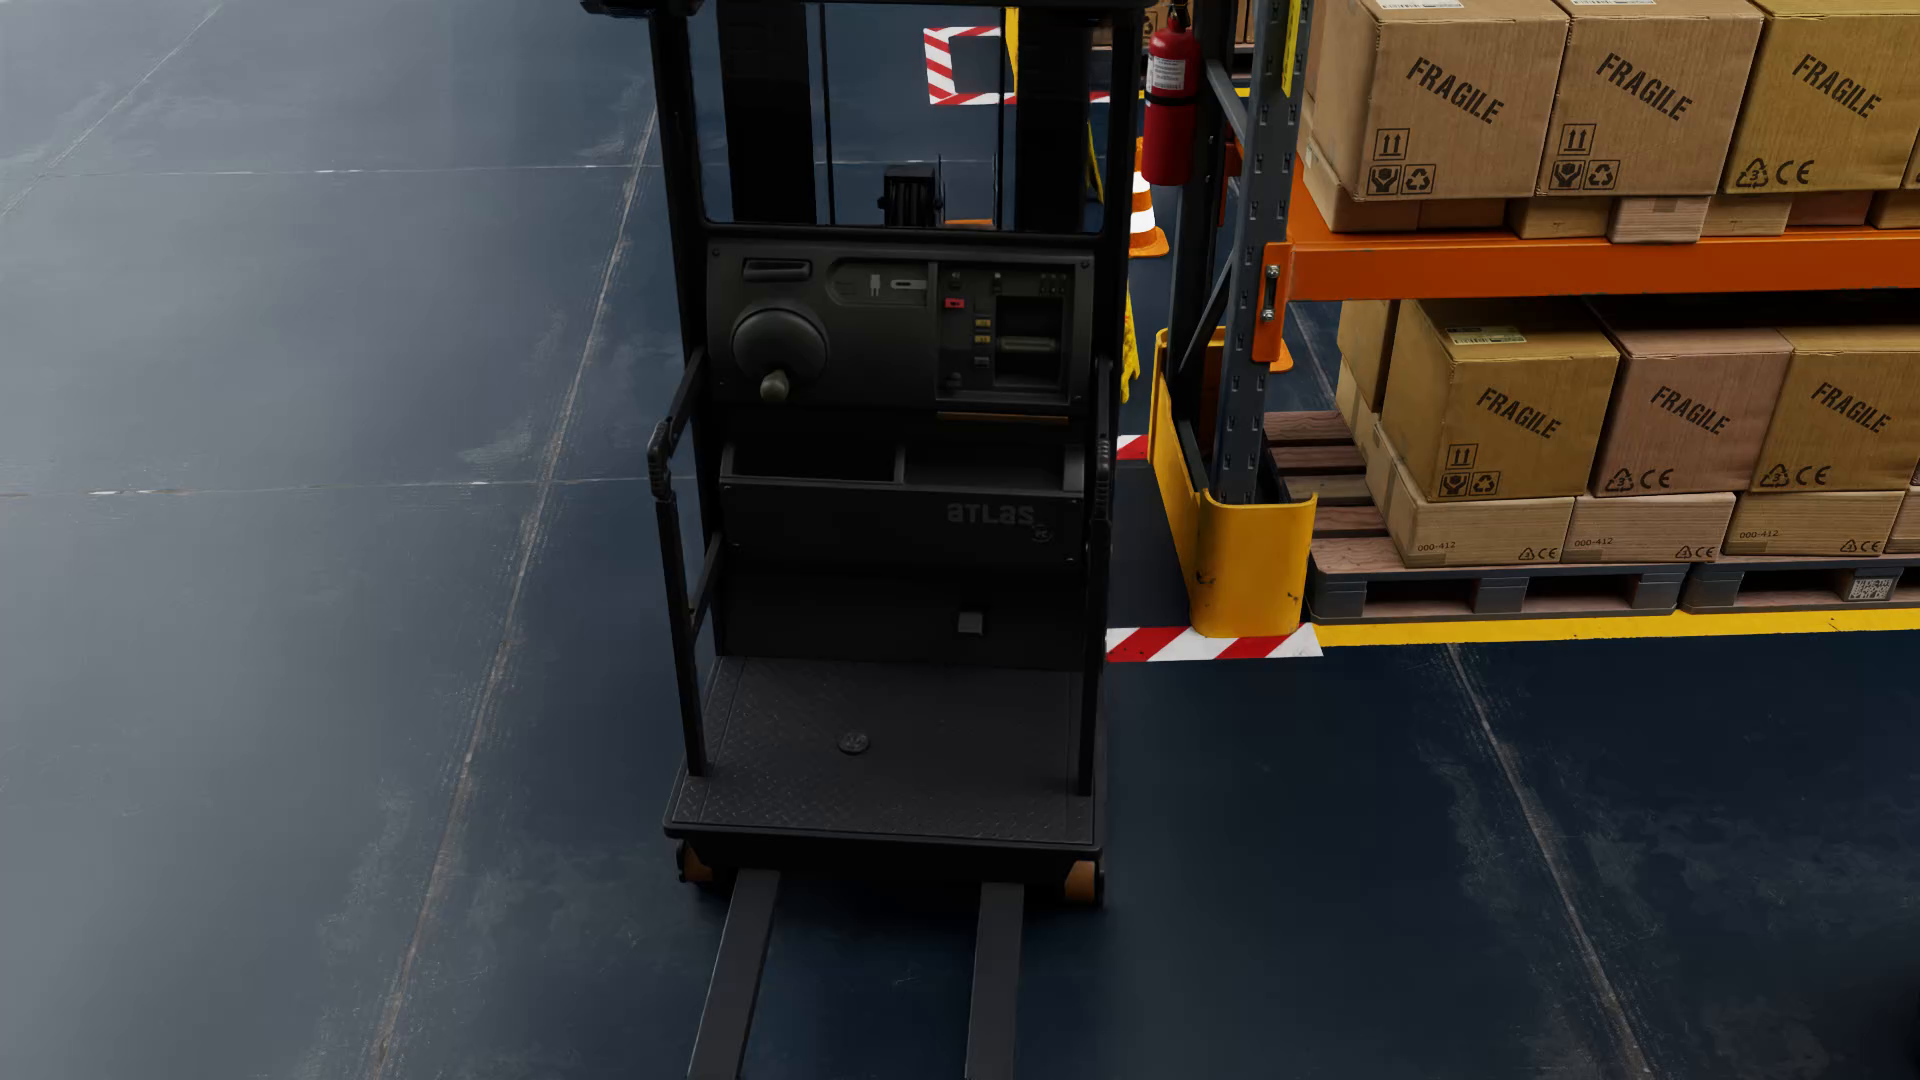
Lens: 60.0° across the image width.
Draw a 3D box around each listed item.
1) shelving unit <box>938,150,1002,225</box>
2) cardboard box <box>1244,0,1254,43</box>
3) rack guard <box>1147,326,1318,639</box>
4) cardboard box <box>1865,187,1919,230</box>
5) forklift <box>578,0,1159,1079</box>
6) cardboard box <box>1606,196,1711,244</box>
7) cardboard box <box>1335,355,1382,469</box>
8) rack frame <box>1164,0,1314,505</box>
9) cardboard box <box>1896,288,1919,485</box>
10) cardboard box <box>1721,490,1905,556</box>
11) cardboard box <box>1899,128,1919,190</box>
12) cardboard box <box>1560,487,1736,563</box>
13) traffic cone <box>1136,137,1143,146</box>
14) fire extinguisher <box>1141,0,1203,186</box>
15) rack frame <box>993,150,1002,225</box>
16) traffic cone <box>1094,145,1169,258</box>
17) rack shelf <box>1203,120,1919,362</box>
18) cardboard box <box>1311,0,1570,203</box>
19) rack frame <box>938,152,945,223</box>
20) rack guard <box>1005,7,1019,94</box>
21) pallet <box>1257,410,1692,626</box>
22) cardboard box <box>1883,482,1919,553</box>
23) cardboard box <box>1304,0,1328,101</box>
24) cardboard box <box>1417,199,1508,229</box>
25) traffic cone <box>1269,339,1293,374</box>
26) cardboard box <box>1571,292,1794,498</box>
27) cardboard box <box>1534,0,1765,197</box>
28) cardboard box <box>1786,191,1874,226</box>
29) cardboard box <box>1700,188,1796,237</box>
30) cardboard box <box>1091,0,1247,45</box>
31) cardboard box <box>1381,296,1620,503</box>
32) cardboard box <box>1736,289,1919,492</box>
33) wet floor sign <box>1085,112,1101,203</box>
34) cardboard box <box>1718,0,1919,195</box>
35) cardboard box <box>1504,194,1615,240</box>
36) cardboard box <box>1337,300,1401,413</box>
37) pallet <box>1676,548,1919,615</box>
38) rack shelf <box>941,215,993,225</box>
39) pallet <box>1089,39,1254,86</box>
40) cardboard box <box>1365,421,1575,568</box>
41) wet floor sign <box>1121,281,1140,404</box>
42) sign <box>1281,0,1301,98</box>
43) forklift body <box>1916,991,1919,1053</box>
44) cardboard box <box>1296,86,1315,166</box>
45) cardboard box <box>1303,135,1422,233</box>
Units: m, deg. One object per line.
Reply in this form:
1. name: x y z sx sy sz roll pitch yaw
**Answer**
1. shelving unit: 0.032 -0.726 5.744 0.189 1.200 0.258 -3 35 -4
2. cardboard box: 2.037 -3.444 9.589 0.875 0.875 0.875 -2 35 -3
3. rack guard: 0.895 -0.228 5.640 0.348 0.500 1.175 -2 35 -2
4. cardboard box: 2.727 -1.056 4.861 0.250 0.149 0.380 -2 35 -3
5. forklift: -0.160 -0.450 3.824 1.130 2.935 3.031 2 35 4
6. cardboard box: 1.944 -0.999 4.778 0.250 0.149 0.380 -1 35 -1
7. cardboard box: 1.638 -0.471 5.842 0.500 0.250 0.500 -2 35 -2
8. rack frame: 0.819 -1.254 4.926 0.127 3.000 1.000 -2 35 -2
9. cardboard box: 3.219 -0.514 5.245 0.500 0.500 0.500 0 35 0
10. cardboard box: 2.693 -0.192 5.438 0.500 0.250 0.500 1 35 1
11. cardboard box: 2.839 -1.321 4.673 0.500 0.500 0.500 -2 35 -3
12. cardboard box: 2.148 -0.170 5.407 0.500 0.250 0.500 0 35 -1
13. traffic cone: 1.082 -2.229 8.564 0.334 0.463 0.336 -2 35 -2
14. fire extinguisher: 0.683 -1.481 5.322 0.183 0.674 0.296 -2 35 -2
15. rack frame: 0.123 -0.730 5.750 0.006 1.200 0.240 -3 35 -4
16. traffic cone: 0.796 -1.577 7.622 0.334 0.463 0.336 -2 35 -2
17. rack shelf: 2.817 -1.012 5.208 4.000 0.370 1.077 -2 35 -2
18. cardboard box: 1.305 -1.272 4.603 0.500 0.500 0.500 -2 35 -3
19. rack frame: -0.059 -0.722 5.738 0.006 1.200 0.240 -3 35 -4
20. rack guard: 0.460 -3.036 9.698 0.348 0.500 1.175 -2 35 -2
21. pallet: 1.708 -0.111 5.725 1.213 0.211 1.003 -2 35 -2
22. cardboard box: 3.197 -0.204 5.456 0.500 0.250 0.500 -1 35 -1
23. cardboard box: 1.348 -1.588 5.060 0.500 0.500 0.500 -2 35 -3
24. cardboard box: 1.420 -1.057 4.862 0.250 0.149 0.380 -1 35 -2
25. traffic cone: 1.188 -0.955 6.724 0.334 0.463 0.336 -2 35 -2
26. cardboard box: 2.184 -0.486 5.205 0.500 0.500 0.500 -3 35 -4
27. cardboard box: 1.823 -1.288 4.626 0.500 0.500 0.500 -1 35 -1
28. cardboard box: 2.462 -1.066 4.875 0.250 0.149 0.380 0 35 -1
29. cardboard box: 2.201 -1.025 4.815 0.250 0.149 0.380 -1 35 -1
30. cardboard box: 1.158 -3.420 9.553 0.875 0.875 0.875 -1 35 -2
31. cardboard box: 1.662 -0.470 5.181 0.500 0.500 0.500 -3 35 -4
32. cardboard box: 2.685 -0.495 5.218 0.500 0.500 0.500 -1 35 -1
33. wet floor sign: 0.549 -1.970 8.030 0.232 0.644 0.267 -7 35 -10
34. cardboard box: 2.332 -1.302 4.647 0.500 0.500 0.500 -2 35 -3
35. cardboard box: 1.689 -1.018 4.806 0.250 0.149 0.380 -3 35 -4
36. cardboard box: 1.607 -0.774 5.621 0.500 0.500 0.500 -1 35 -2
37. pallet: 2.924 -0.142 5.770 1.213 0.211 1.003 -2 35 -2
38. rack shelf: 0.032 -0.985 5.565 0.180 0.103 0.258 -3 35 -4
39. pallet: 1.279 -2.984 9.876 1.213 0.211 1.003 -2 35 -2
40. cardboard box: 1.638 -0.160 5.393 0.500 0.250 0.500 -2 35 -3
41. wet floor sign: 0.579 -0.889 6.467 0.232 0.644 0.267 10 36 14
42. sign: 0.845 -1.301 4.234 0.005 0.325 0.100 -2 35 -2
43. forklift body: 2.866 0.829 2.663 1.214 2.155 2.313 -2 35 -2
44. cardboard box: 1.183 -1.282 5.187 0.250 0.149 0.380 0 35 -1
45. cardboard box: 1.168 -1.042 4.840 0.250 0.149 0.380 -1 35 -2
